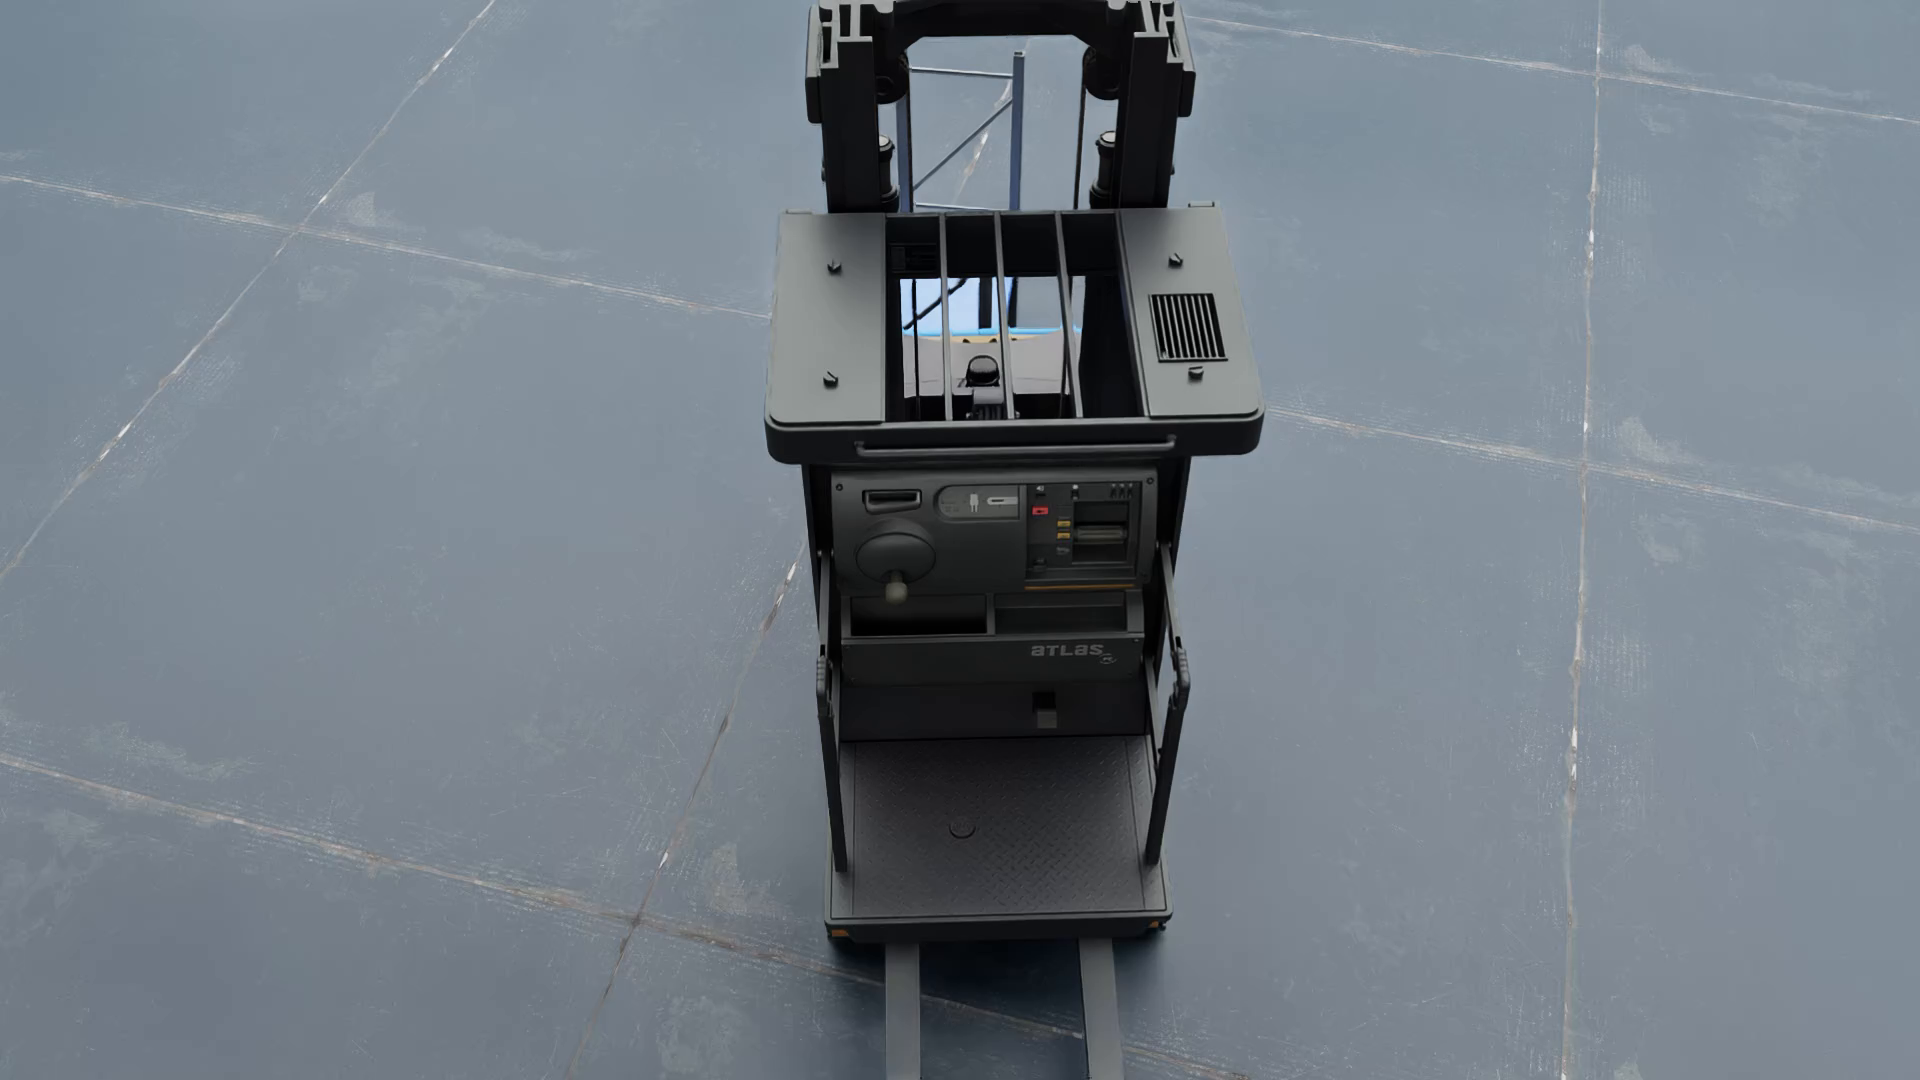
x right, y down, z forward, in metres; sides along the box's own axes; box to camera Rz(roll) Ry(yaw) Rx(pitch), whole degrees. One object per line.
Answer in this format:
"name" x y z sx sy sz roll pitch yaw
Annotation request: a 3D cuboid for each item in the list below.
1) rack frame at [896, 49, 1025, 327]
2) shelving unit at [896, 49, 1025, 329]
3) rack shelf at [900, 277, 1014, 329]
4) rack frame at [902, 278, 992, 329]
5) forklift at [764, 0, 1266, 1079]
"rack frame" -0.002 -1.368 6.876 0.500 1.500 0.032 6 49 5
"shelving unit" -0.069 -0.990 6.542 0.538 1.500 1.048 6 49 5
"rack shelf" -0.069 -0.871 6.677 0.538 0.185 1.000 6 49 5
"rack frame" -0.136 -0.612 6.209 0.500 1.500 0.032 6 49 5
"forklift" 0.108 0.088 4.637 1.130 2.935 3.031 -1 49 -1
